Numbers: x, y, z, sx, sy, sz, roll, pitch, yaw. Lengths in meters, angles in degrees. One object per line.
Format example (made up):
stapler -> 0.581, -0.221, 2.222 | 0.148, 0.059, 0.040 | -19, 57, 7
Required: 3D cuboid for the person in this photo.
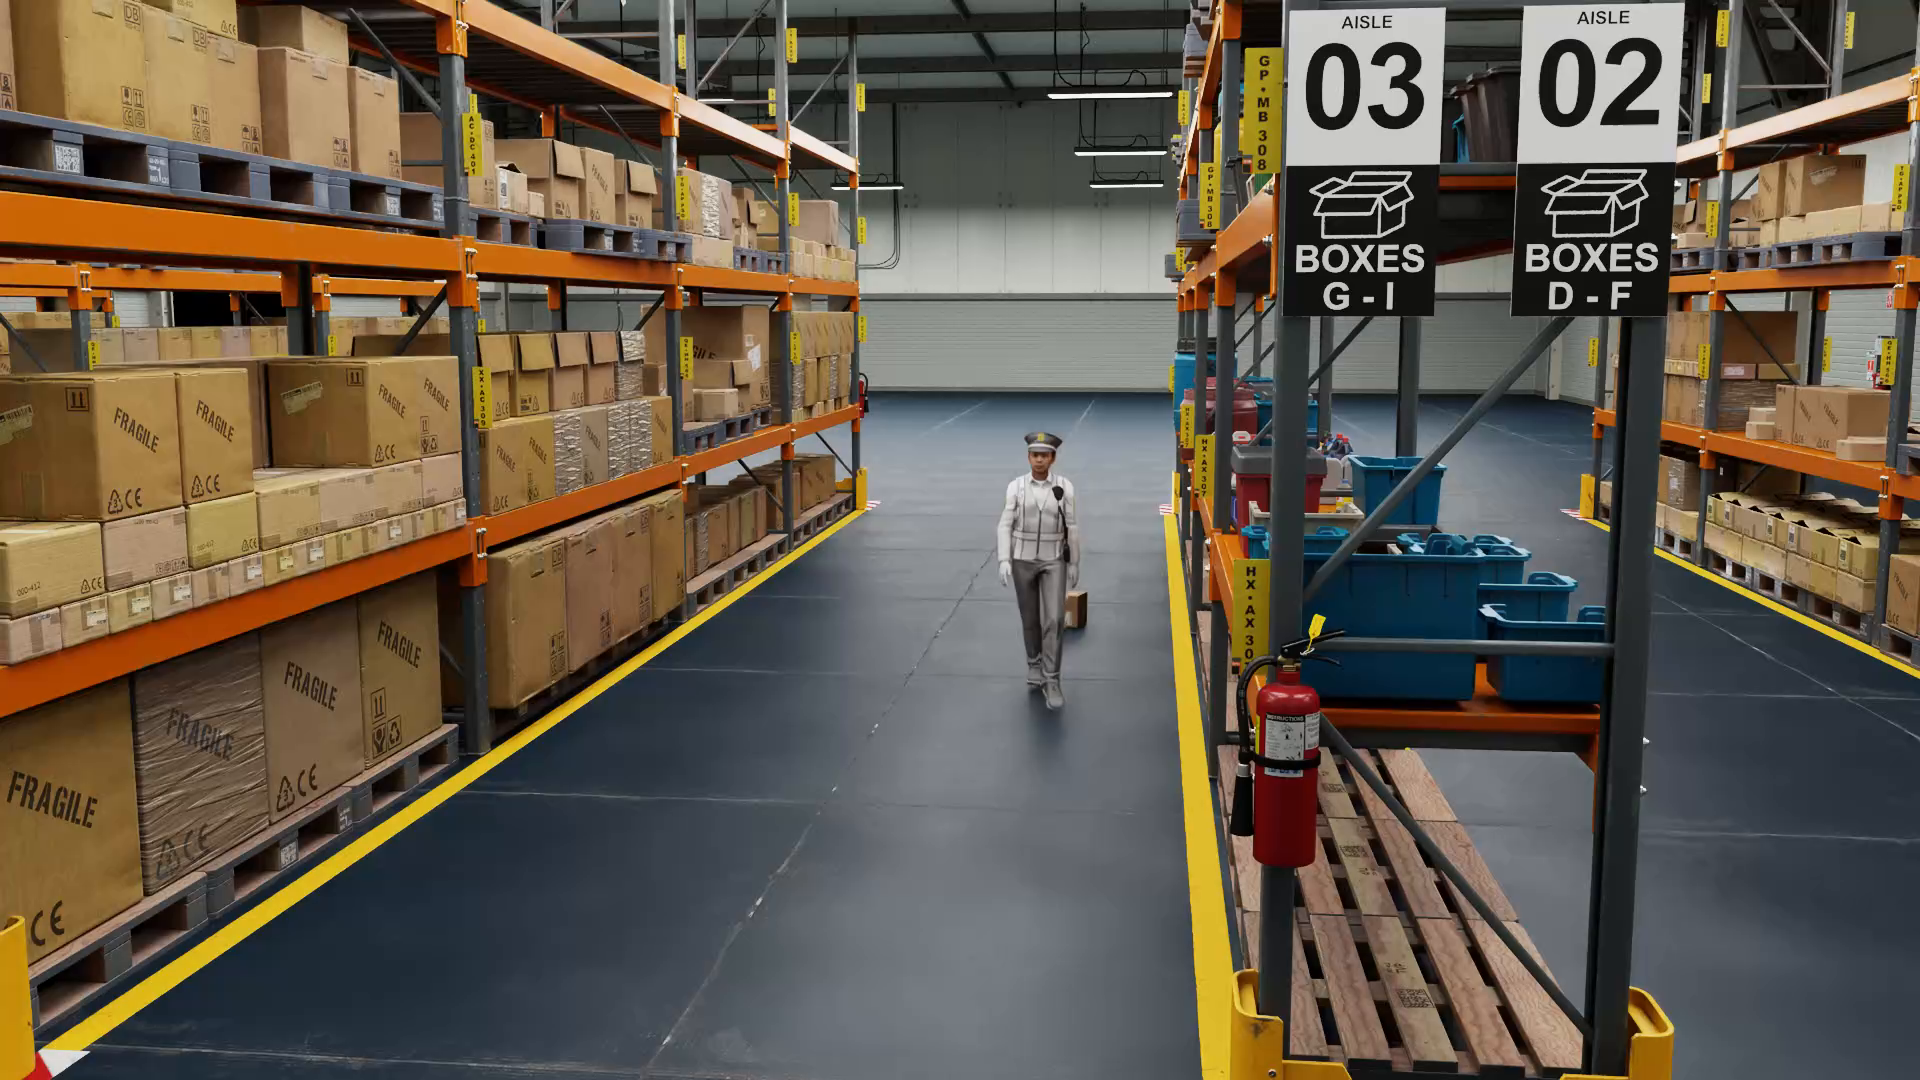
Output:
person -> 0.490, 0.161, 10.485 | 0.525, 1.686, 0.830 | 1, 8, 6
